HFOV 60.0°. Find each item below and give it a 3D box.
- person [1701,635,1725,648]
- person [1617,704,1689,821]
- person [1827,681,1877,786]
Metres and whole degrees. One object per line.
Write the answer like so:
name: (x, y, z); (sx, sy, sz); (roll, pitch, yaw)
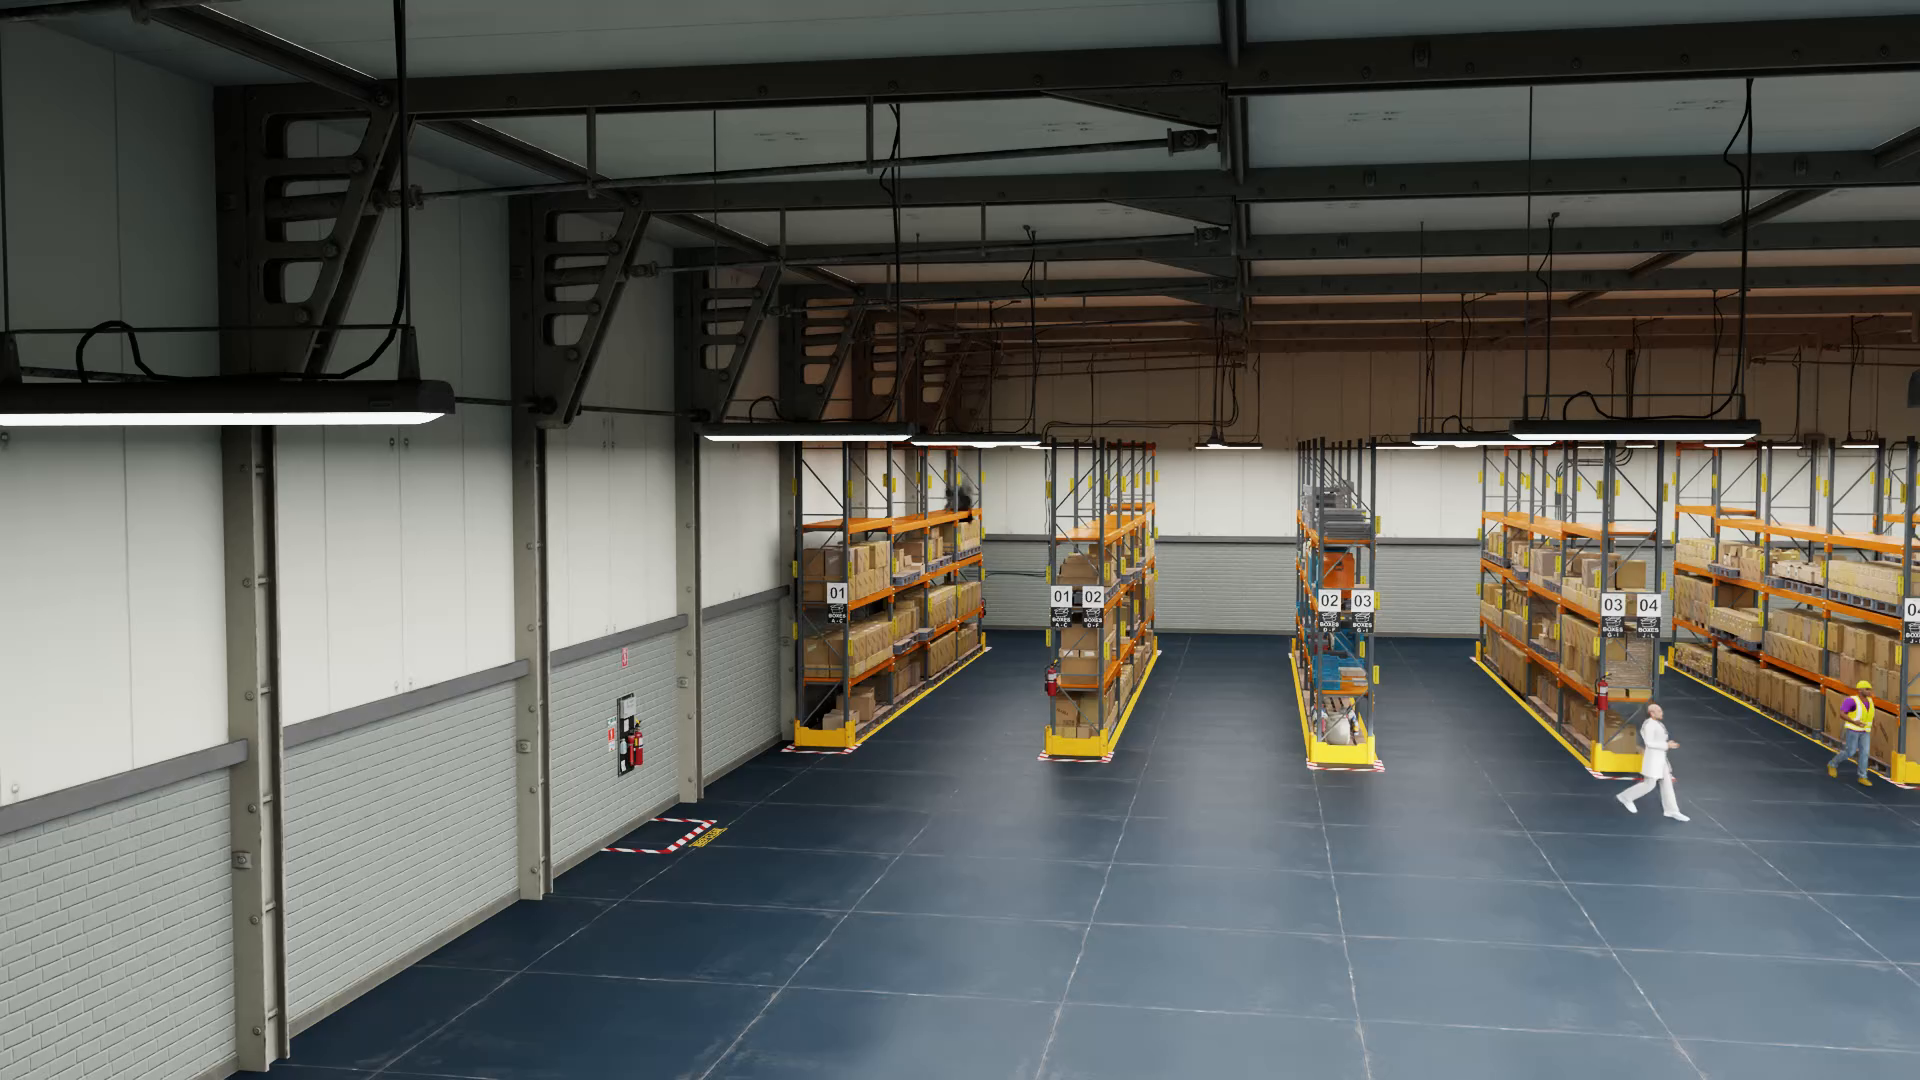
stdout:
person: (20.593, 2.491, 45.628); (0.893, 1.586, 0.536); (0, 3, 7)
person: (10.791, 3.442, 25.866); (1.049, 1.781, 0.710); (2, 4, 36)
person: (15.575, 3.310, 28.786); (0.755, 1.756, 0.859); (-1, 3, -13)
